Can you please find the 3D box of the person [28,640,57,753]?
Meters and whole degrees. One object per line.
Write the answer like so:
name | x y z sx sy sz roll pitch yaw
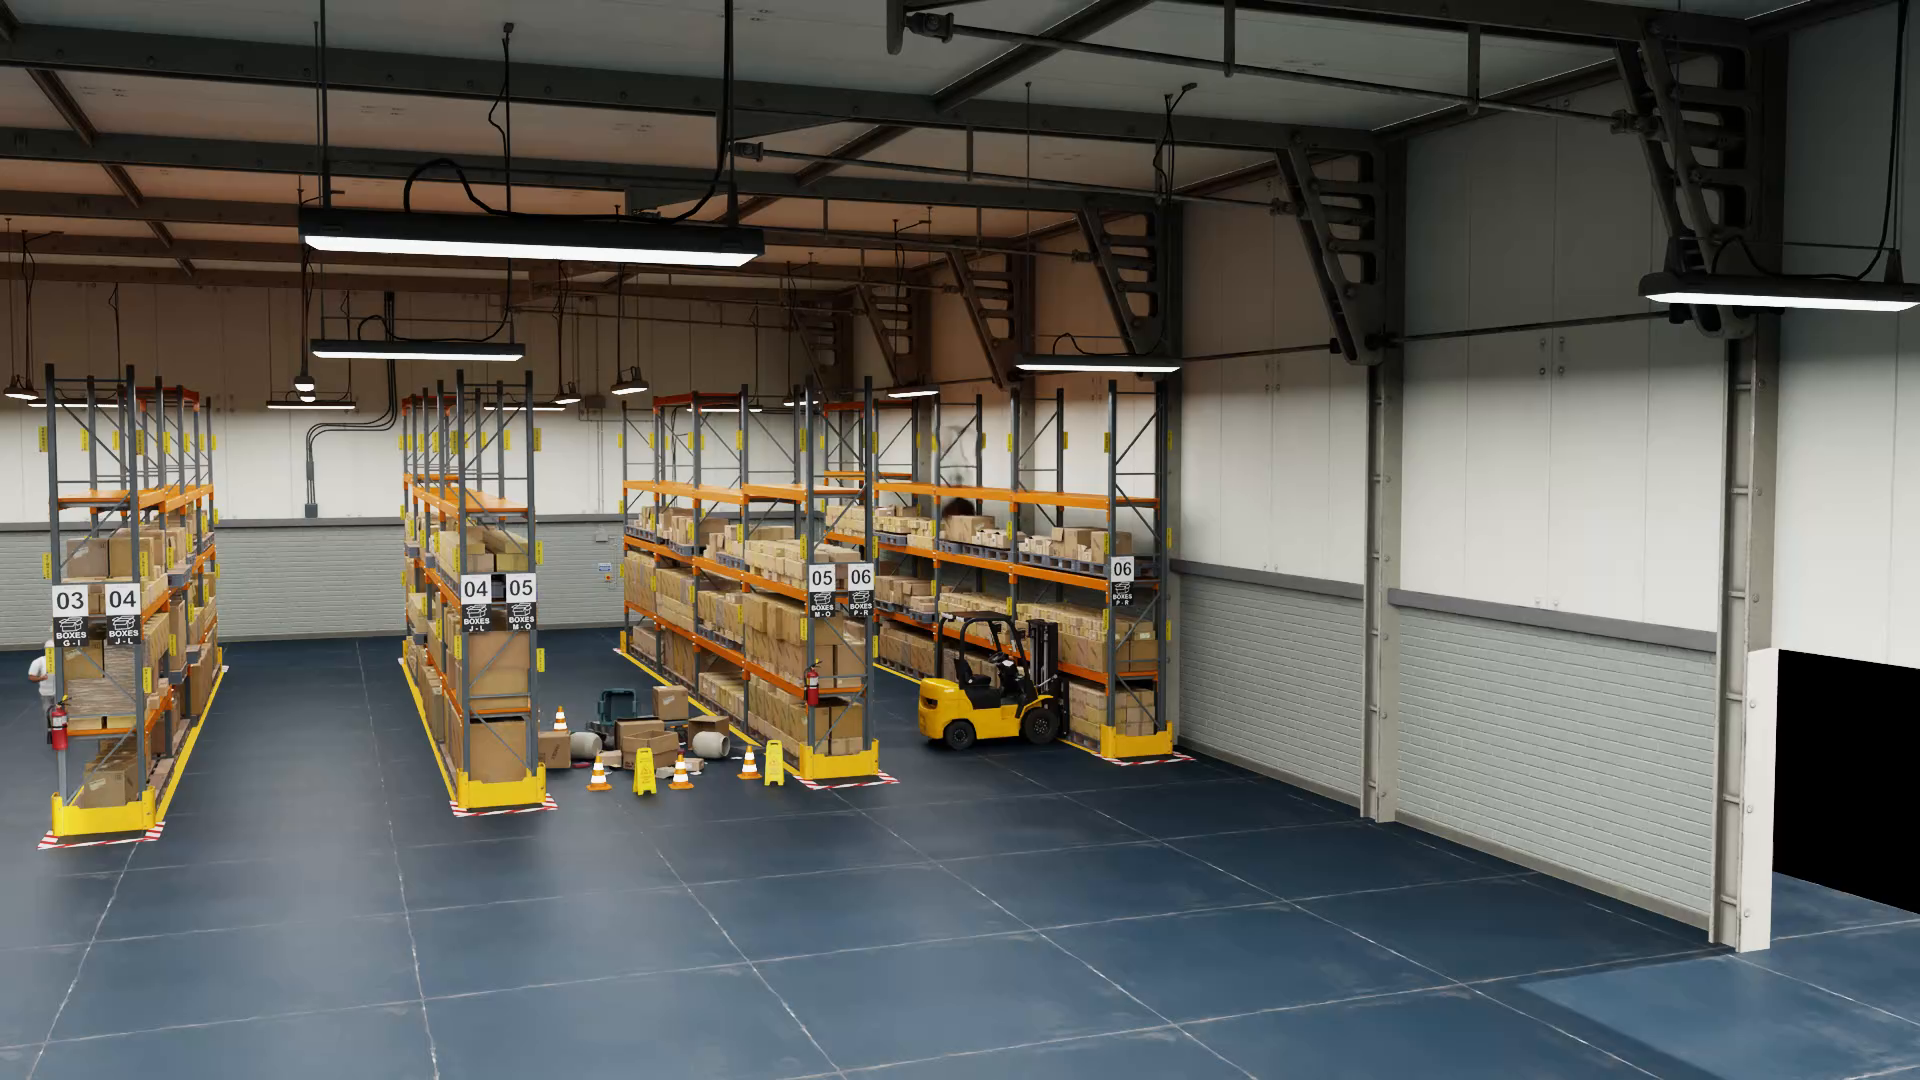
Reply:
person | -14.787 2.515 27.113 0.681 1.803 0.897 -2 4 -27
